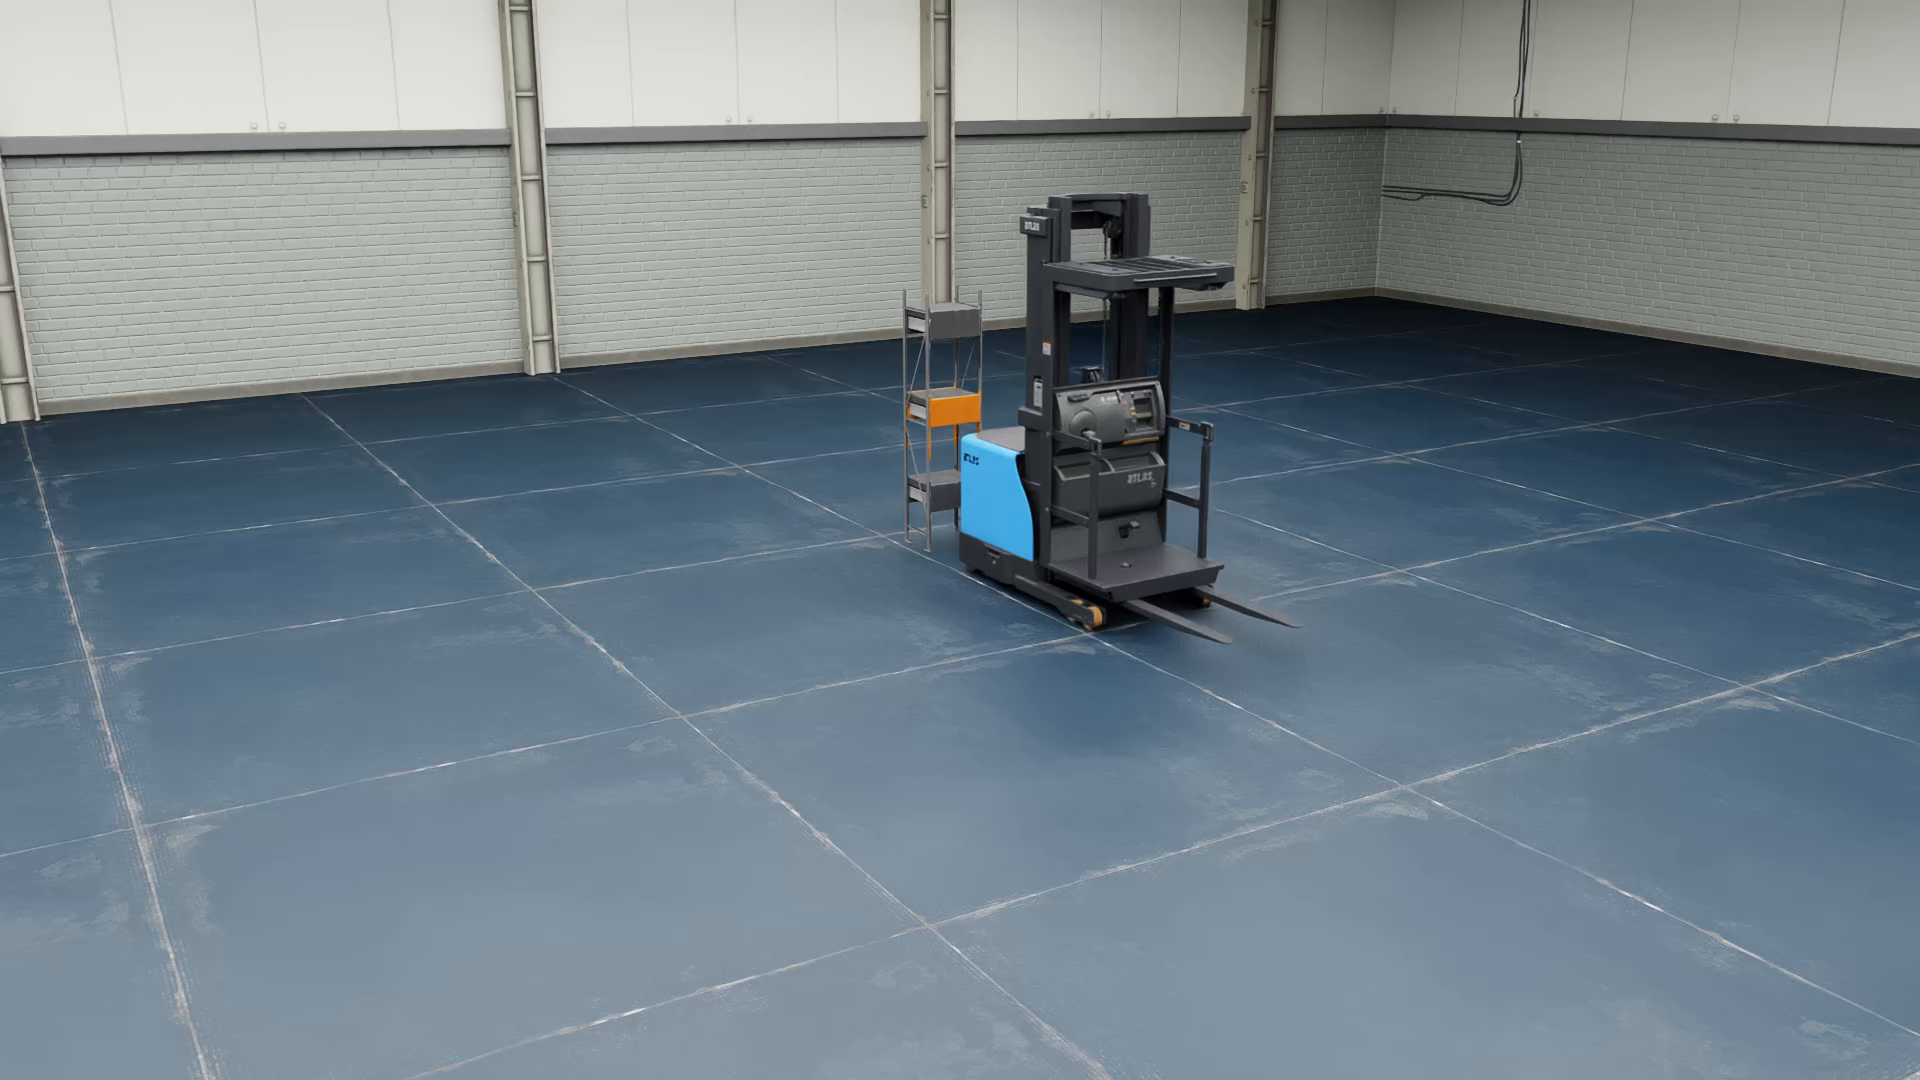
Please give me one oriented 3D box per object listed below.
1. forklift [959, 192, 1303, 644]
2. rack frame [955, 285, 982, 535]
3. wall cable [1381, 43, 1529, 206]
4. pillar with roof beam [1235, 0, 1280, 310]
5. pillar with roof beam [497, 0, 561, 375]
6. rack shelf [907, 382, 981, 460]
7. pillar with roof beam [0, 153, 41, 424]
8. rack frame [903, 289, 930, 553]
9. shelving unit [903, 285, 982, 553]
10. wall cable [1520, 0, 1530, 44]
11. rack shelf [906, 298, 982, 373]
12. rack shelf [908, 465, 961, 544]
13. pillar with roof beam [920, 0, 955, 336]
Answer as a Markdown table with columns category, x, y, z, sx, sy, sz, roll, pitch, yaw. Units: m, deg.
| category | x | y | z | sx | sy | sz | roll | pitch | yaw |
| --- | --- | --- | --- | --- | --- | --- | --- | --- | --- |
| forklift | 1.200 | -0.925 | 11.780 | 1.130 | 2.935 | 3.031 | -10 | 18 | -31 |
| rack frame | 0.067 | -1.022 | 13.665 | 0.015 | 2.100 | 0.400 | -9 | 18 | -30 |
| wall cable | 8.030 | -6.804 | 27.263 | 0.112 | 2.526 | 3.097 | -9 | 18 | -30 |
| pillar with roof beam | 7.041 | -7.199 | 22.921 | 0.400 | 9.000 | 9.100 | -9 | 18 | -30 |
| pillar with roof beam | -3.245 | -5.531 | 16.970 | 0.400 | 9.000 | 9.100 | -9 | 18 | -30 |
| rack shelf | -0.142 | -0.975 | 13.548 | 0.480 | 0.518 | 0.431 | -9 | 18 | -30 |
| pillar with roof beam | -8.388 | -4.697 | 13.995 | 0.400 | 9.000 | 9.100 | -9 | 18 | -30 |
| rack frame | -0.351 | -0.954 | 13.423 | 0.015 | 2.100 | 0.400 | -9 | 18 | -30 |
| shelving unit | -0.142 | -0.988 | 13.544 | 0.503 | 2.100 | 0.431 | -9 | 18 | -30 |
| wall cable | 9.423 | -8.610 | 24.348 | 0.112 | 2.526 | 3.097 | -9 | 18 | -30 |
| rack shelf | -0.142 | -1.649 | 13.359 | 0.480 | 0.518 | 0.431 | -9 | 18 | -30 |
| rack shelf | -0.142 | -0.301 | 13.737 | 0.480 | 0.518 | 0.431 | -9 | 18 | -30 |
| pillar with roof beam | 1.898 | -6.365 | 19.946 | 0.400 | 9.000 | 9.100 | -9 | 18 | -30 |
